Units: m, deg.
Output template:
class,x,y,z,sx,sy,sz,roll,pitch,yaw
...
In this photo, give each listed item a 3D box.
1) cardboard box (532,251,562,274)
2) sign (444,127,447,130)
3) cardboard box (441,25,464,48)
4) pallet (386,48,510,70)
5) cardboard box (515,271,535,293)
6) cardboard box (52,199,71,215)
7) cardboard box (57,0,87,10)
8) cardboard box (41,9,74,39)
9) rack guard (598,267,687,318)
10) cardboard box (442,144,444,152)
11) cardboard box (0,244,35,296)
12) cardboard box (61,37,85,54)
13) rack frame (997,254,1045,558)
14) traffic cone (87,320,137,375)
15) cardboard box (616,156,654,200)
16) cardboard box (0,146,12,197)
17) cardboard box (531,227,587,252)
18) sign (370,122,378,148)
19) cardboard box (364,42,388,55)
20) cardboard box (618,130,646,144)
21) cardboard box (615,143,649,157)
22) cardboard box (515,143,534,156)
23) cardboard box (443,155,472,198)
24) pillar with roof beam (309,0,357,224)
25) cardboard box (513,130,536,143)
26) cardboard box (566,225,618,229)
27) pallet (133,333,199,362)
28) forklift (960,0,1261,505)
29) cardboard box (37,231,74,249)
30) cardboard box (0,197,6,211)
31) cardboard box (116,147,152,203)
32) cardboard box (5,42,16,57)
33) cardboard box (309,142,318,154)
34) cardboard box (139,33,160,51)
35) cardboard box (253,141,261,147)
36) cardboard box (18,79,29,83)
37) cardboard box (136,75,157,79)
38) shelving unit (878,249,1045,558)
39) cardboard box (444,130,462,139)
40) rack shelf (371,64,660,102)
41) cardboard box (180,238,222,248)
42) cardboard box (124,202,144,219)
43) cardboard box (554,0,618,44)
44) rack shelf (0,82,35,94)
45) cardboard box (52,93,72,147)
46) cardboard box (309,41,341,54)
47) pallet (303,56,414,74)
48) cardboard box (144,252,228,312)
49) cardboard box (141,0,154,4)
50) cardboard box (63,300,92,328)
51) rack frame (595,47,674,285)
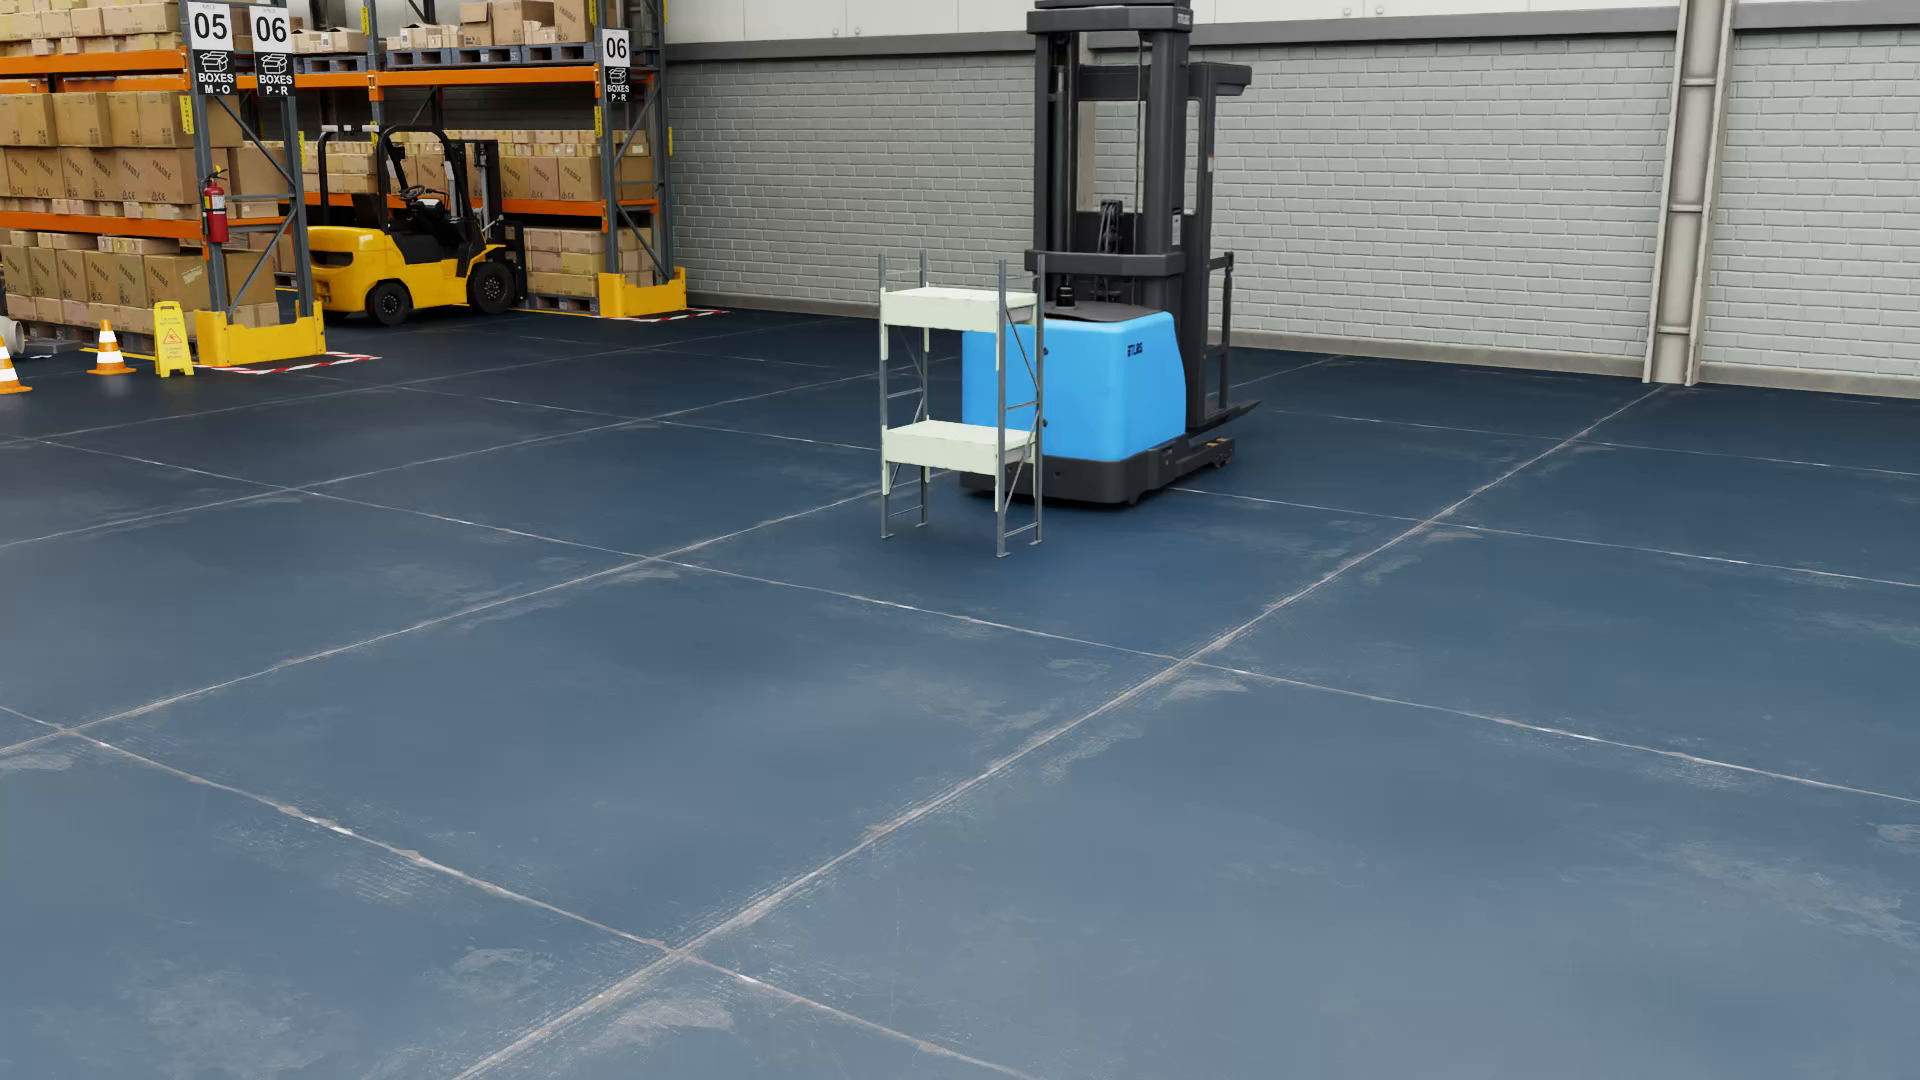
class,x,y,z,sx,sy,sz,roll,pitch,yaw
cardboard box,-4.751,-3.338,19.875,0.500,0.250,0.500,9,17,32
sign,-6.773,-5.260,21.864,0.005,0.325,0.100,9,17,33
cardboard box,-6.020,-6.074,20.074,0.258,0.266,0.396,9,16,31
pallet,-6.360,-5.995,20.739,1.213,0.211,1.003,9,17,33
cardboard box,-5.146,-3.161,20.198,0.500,0.250,0.500,9,17,33
cardboard box,-8.710,-3.299,16.430,0.250,0.149,0.380,9,17,33
cardboard box,-8.267,-5.071,15.686,0.250,0.149,0.380,10,17,34
cardboard box,-8.375,-4.910,15.867,0.500,0.250,0.500,9,17,33
rack guard,-3.743,-2.938,19.650,0.348,0.500,1.175,9,17,33
cardboard box,-6.137,-4.812,20.461,0.250,0.149,0.380,9,17,32
cardboard box,-9.510,-2.801,17.182,0.500,0.500,0.500,10,17,35
cardboard box,-8.281,-4.687,15.796,0.250,0.149,0.380,9,16,32
rack frame,0.309,-0.678,8.441,0.023,1.500,0.400,9,17,33
traffic cone,-7.607,-1.733,14.861,0.334,0.463,0.336,9,17,33
cardboard box,-4.019,-4.325,19.843,0.500,0.500,0.500,10,17,35
cardboard box,-9.640,-3.779,17.019,0.500,0.500,0.500,9,17,33
cardboard box,-4.746,-3.576,19.792,0.500,0.250,0.500,10,17,34
sign,-7.377,-5.105,20.958,0.005,0.325,0.100,9,17,33
cardboard box,-7.677,-6.430,21.755,0.250,0.149,0.380,9,17,33
cardboard box,-3.922,-4.750,19.591,0.250,0.149,0.380,9,16,32
cardboard box,-3.899,-4.615,19.665,0.250,0.149,0.380,9,16,31
cardboard box,-5.064,-4.646,19.789,0.250,0.149,0.380,9,16,31
cardboard box,-5.997,-4.493,20.525,0.500,0.500,0.500,9,17,32
pillar with roof beam,-11.219,-7.286,19.528,0.400,9.000,9.100,9,17,33
cardboard box,-5.075,-4.786,19.736,0.250,0.149,0.380,10,17,34
cardboard box,-4.473,-3.677,20.203,0.500,0.250,0.500,9,17,33
pallet,-7.247,-1.937,16.207,1.213,0.211,1.003,9,17,33
forklift,1.145,-1.929,10.516,1.130,2.935,3.031,7,16,28
cardboard box,-9.012,-3.018,16.711,0.250,0.149,0.380,10,17,35
cardboard box,-9.767,-3.472,17.131,0.250,0.149,0.380,9,17,33
cardboard box,-7.547,-3.443,15.662,0.500,0.500,0.500,9,17,33
cardboard box,-9.274,-4.886,16.601,0.250,0.149,0.380,9,17,33
cardboard box,-8.362,-5.186,21.974,0.250,0.149,0.380,9,16,31
cardboard box,-7.207,-4.517,15.109,0.250,0.149,0.380,9,17,33
cardboard box,-9.402,-5.364,22.691,0.250,0.149,0.380,9,17,33
cardboard box,-14.183,-7.087,25.490,0.250,0.149,0.380,9,17,32
cardboard box,-11.380,-6.698,23.708,0.500,0.250,0.500,9,17,33
shelving unit,0.006,-0.727,8.639,0.755,1.500,0.431,9,17,33
cardboard box,-6.112,-4.963,20.451,0.250,0.149,0.380,9,16,32
rack shelf,-5.422,-5.529,20.172,4.000,0.370,1.077,9,17,33
cardboard box,-10.872,-4.231,24.002,0.500,0.500,0.500,10,17,34
cardboard box,-7.663,-3.129,15.742,0.250,0.149,0.380,10,17,34
cardboard box,-4.266,-5.922,18.971,0.500,0.500,0.500,10,17,35
rack shelf,-15.380,-7.139,26.673,4.000,0.370,1.077,9,17,33
cardboard box,-8.308,-4.079,16.151,0.500,0.500,0.700,9,17,32
cardboard box,-8.164,-6.364,21.488,0.250,0.149,0.380,9,17,33
pallet,-7.821,-6.170,21.659,1.217,0.209,0.805,8,16,31
cardboard box,-7.340,-2.453,15.776,0.500,0.500,0.500,9,17,33
cardboard box,-7.168,-4.914,15.053,0.250,0.149,0.380,10,17,34
cardboard box,-8.619,-2.297,16.707,0.500,0.250,0.500,9,16,32
rack frame,-3.763,-4.154,19.363,0.127,3.000,1.000,9,17,33
